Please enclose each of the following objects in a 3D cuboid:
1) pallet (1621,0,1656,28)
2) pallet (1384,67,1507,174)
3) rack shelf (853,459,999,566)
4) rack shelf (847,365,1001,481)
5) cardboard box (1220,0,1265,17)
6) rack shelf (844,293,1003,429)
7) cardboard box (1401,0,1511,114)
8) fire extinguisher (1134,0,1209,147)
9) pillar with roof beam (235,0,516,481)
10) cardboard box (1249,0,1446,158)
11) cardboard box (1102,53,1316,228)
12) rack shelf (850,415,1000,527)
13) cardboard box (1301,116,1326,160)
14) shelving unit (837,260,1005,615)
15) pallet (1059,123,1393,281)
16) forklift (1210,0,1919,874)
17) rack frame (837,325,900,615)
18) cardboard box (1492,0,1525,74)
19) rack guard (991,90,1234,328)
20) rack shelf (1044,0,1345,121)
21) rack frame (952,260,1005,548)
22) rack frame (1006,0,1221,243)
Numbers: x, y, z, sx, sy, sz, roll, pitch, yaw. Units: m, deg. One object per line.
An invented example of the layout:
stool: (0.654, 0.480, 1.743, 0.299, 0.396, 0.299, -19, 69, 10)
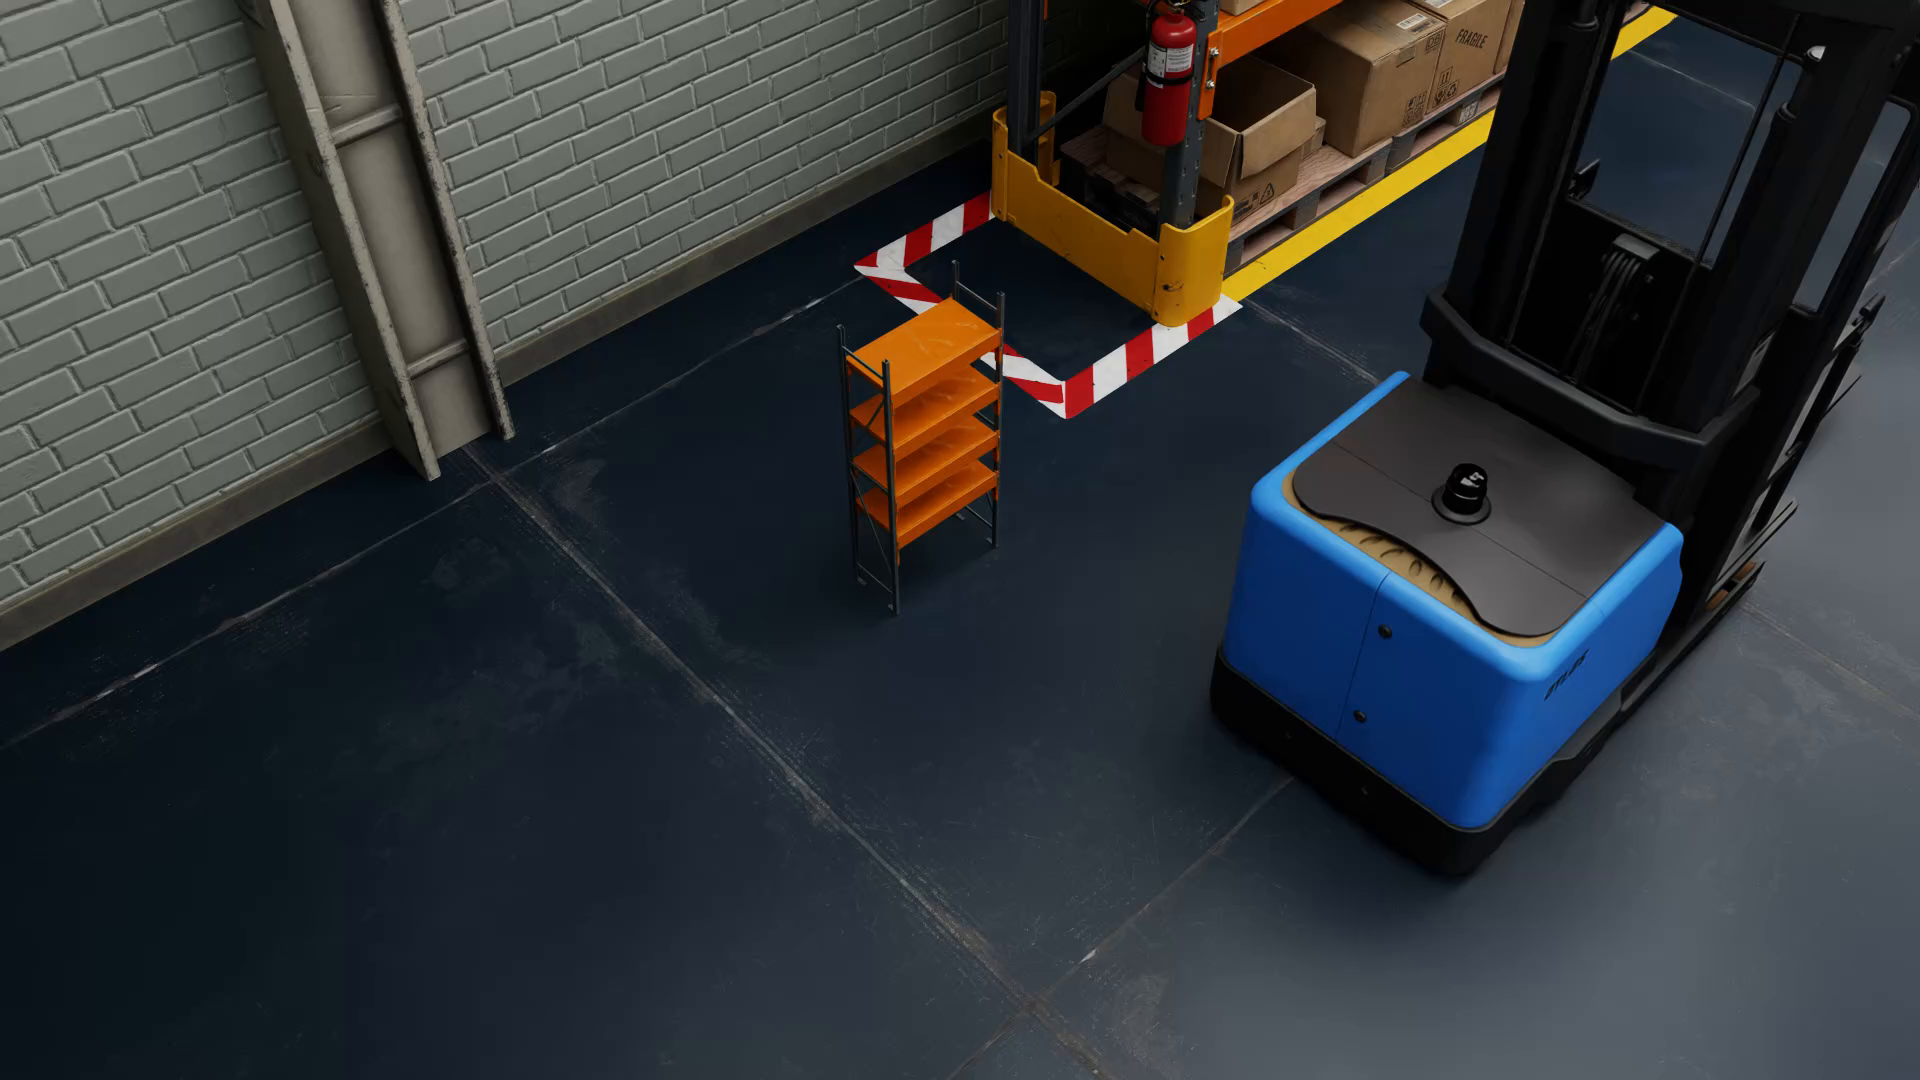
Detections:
pallet: (3.031, -2.961, 8.838, 1.213, 0.211, 1.003, -34, 56, -27)
pallet: (2.128, -2.354, 8.279, 1.213, 0.211, 1.003, -34, 56, -27)
rack shelf: (-0.122, -0.145, 5.929, 0.480, 0.148, 0.258, -34, 56, -27)
rack shelf: (-0.122, -0.431, 5.619, 0.480, 0.148, 0.258, -34, 56, -27)
cardboard box: (1.008, -2.196, 6.406, 0.250, 0.149, 0.380, -34, 56, -27)
rack shelf: (-0.122, -0.591, 5.445, 0.480, 0.148, 0.258, -34, 56, -27)
cardboard box: (2.214, -2.422, 7.859, 0.500, 0.500, 0.500, -33, 55, -27)
fire extinguisher: (0.783, -1.791, 6.168, 0.183, 0.674, 0.296, -34, 56, -27)
pillar with roof beam: (0.875, -1.118, 1.159, 0.400, 9.000, 9.100, -34, 56, -27)
cardboard box: (1.755, -2.215, 7.668, 0.500, 0.500, 0.700, -32, 55, -26)
cardboard box: (1.097, -1.815, 7.296, 0.637, 0.503, 0.797, -36, 57, -28)
rack shelf: (-0.122, -0.279, 5.783, 0.480, 0.148, 0.258, -34, 56, -27)
cardboard box: (1.437, -1.883, 7.601, 0.250, 0.149, 0.380, -36, 57, -28)
shelving unit: (-0.122, -0.325, 5.734, 0.503, 1.200, 0.258, -34, 56, -27)
pallet: (1.226, -1.754, 7.725, 1.213, 0.211, 1.003, -34, 56, -27)
forklift: (2.255, -0.923, 5.108, 3.031, 2.935, 1.130, -36, 57, -28)
rack frame: (-0.303, -0.204, 5.622, 0.015, 1.200, 0.240, -34, 56, -27)
cardboard box: (2.523, -2.728, 8.141, 0.500, 0.500, 0.700, -36, 57, -28)
rack guard: (0.637, -1.458, 7.255, 0.348, 0.500, 1.175, -34, 56, -27)
rack shelf: (2.060, -3.013, 7.478, 4.000, 0.370, 1.077, -34, 56, -27)
rack frame: (0.058, -0.446, 5.845, 0.015, 1.200, 0.240, -34, 56, -27)
rack frame: (0.580, -2.268, 6.301, 0.127, 3.000, 1.000, -34, 56, -27)
